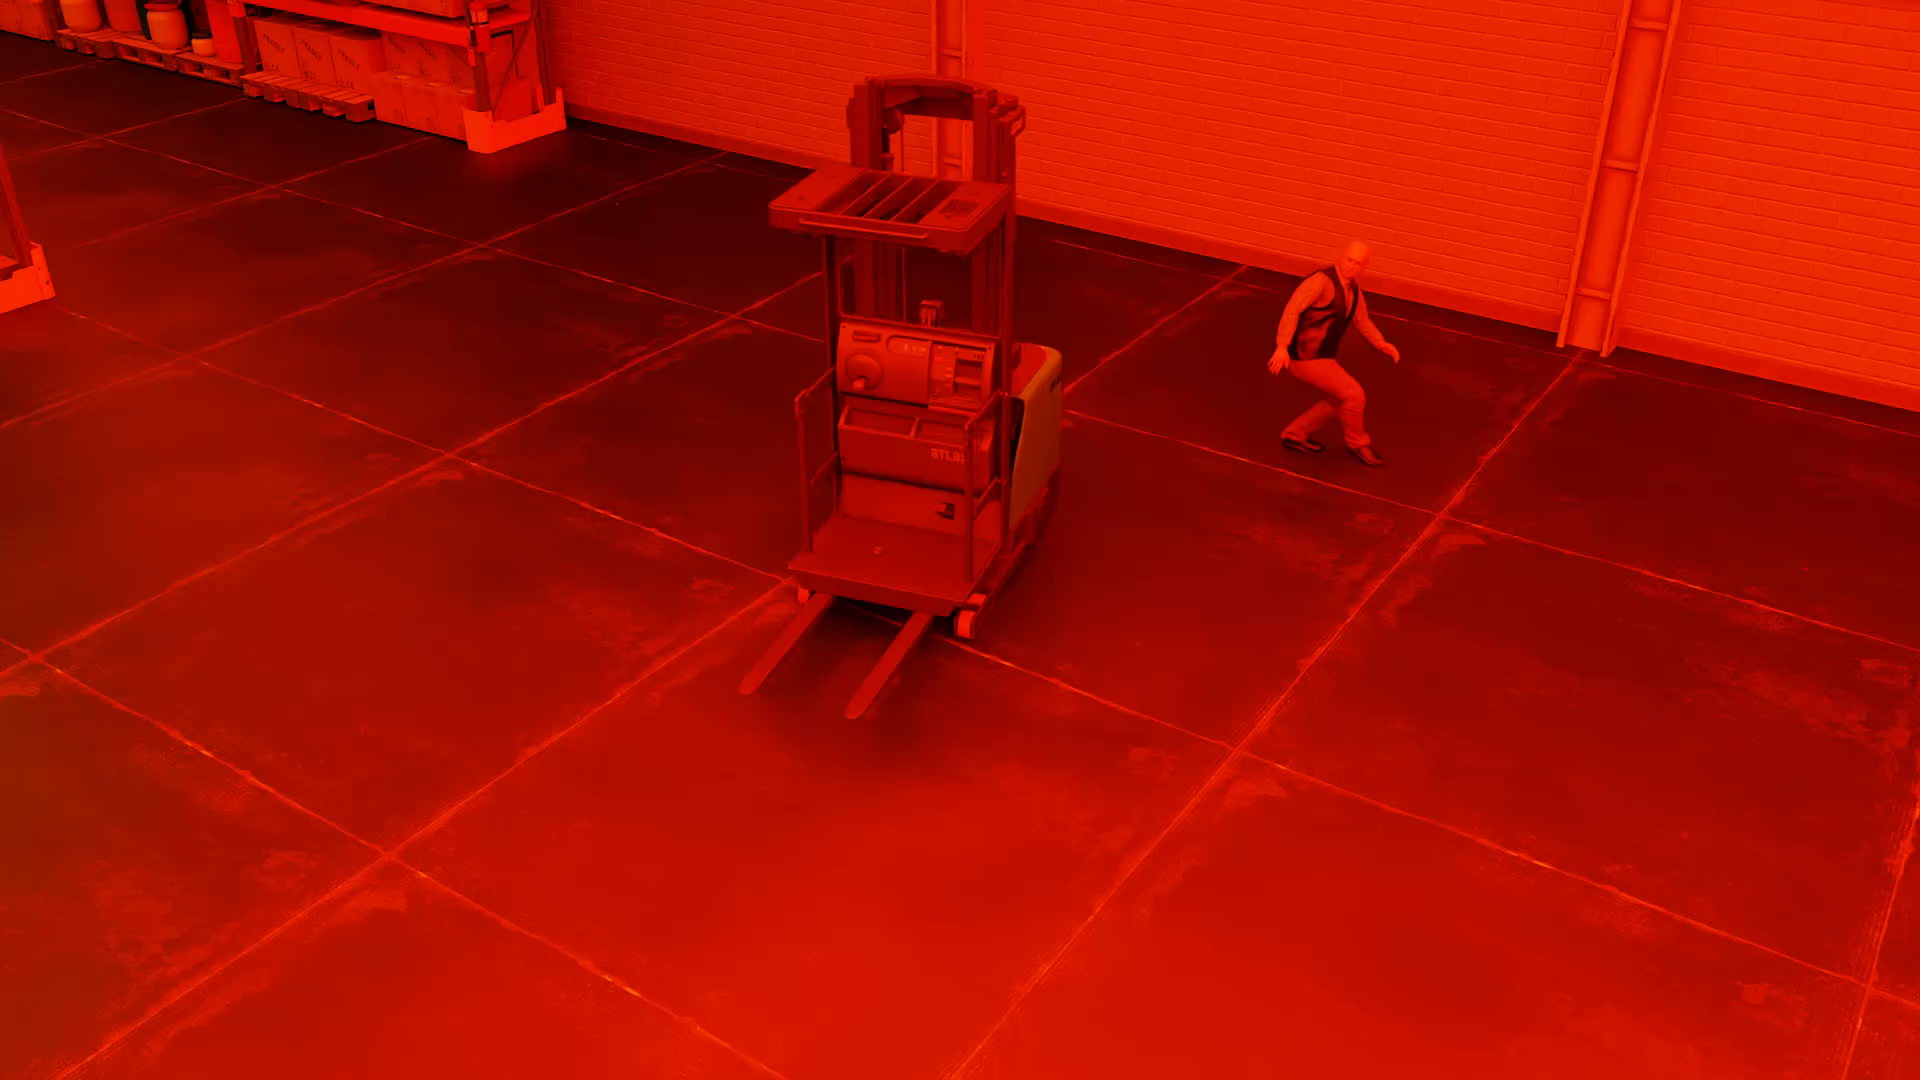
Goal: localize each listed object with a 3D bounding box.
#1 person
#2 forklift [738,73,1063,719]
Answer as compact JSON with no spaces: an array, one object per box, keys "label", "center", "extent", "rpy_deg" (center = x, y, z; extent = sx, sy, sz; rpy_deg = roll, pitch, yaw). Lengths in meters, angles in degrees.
[{"label":"person","center":[2.511,-1.201,11.049],"extent":[0.770,1.555,0.745],"rpy_deg":[14,33,23]},{"label":"forklift","center":[-0.325,-0.934,9.190],"extent":[1.130,2.935,3.031],"rpy_deg":[10,32,17]}]
